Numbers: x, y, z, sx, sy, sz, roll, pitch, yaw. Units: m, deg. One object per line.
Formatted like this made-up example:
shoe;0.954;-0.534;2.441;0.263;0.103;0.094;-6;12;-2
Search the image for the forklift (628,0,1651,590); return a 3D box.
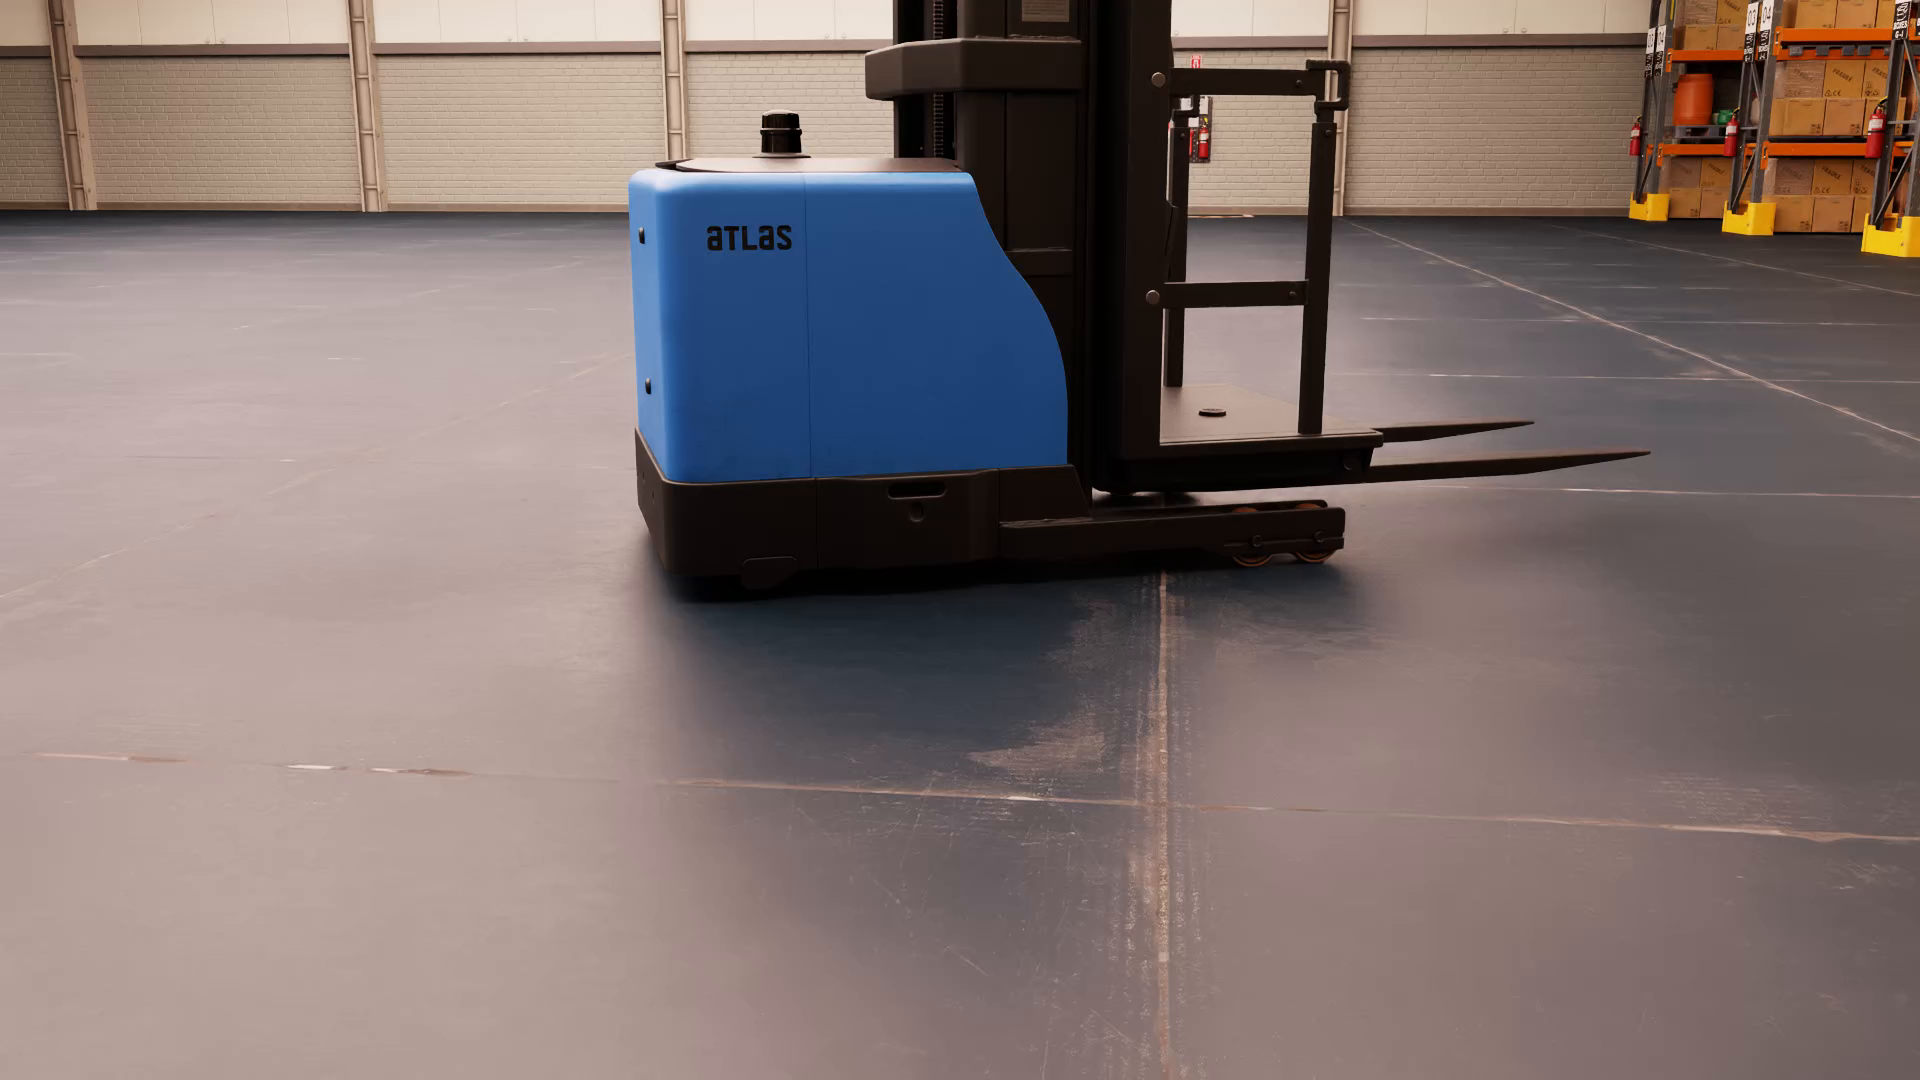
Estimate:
forklift;0.587;-1.464;4.770;3.031;2.935;1.130;-4;14;-15
